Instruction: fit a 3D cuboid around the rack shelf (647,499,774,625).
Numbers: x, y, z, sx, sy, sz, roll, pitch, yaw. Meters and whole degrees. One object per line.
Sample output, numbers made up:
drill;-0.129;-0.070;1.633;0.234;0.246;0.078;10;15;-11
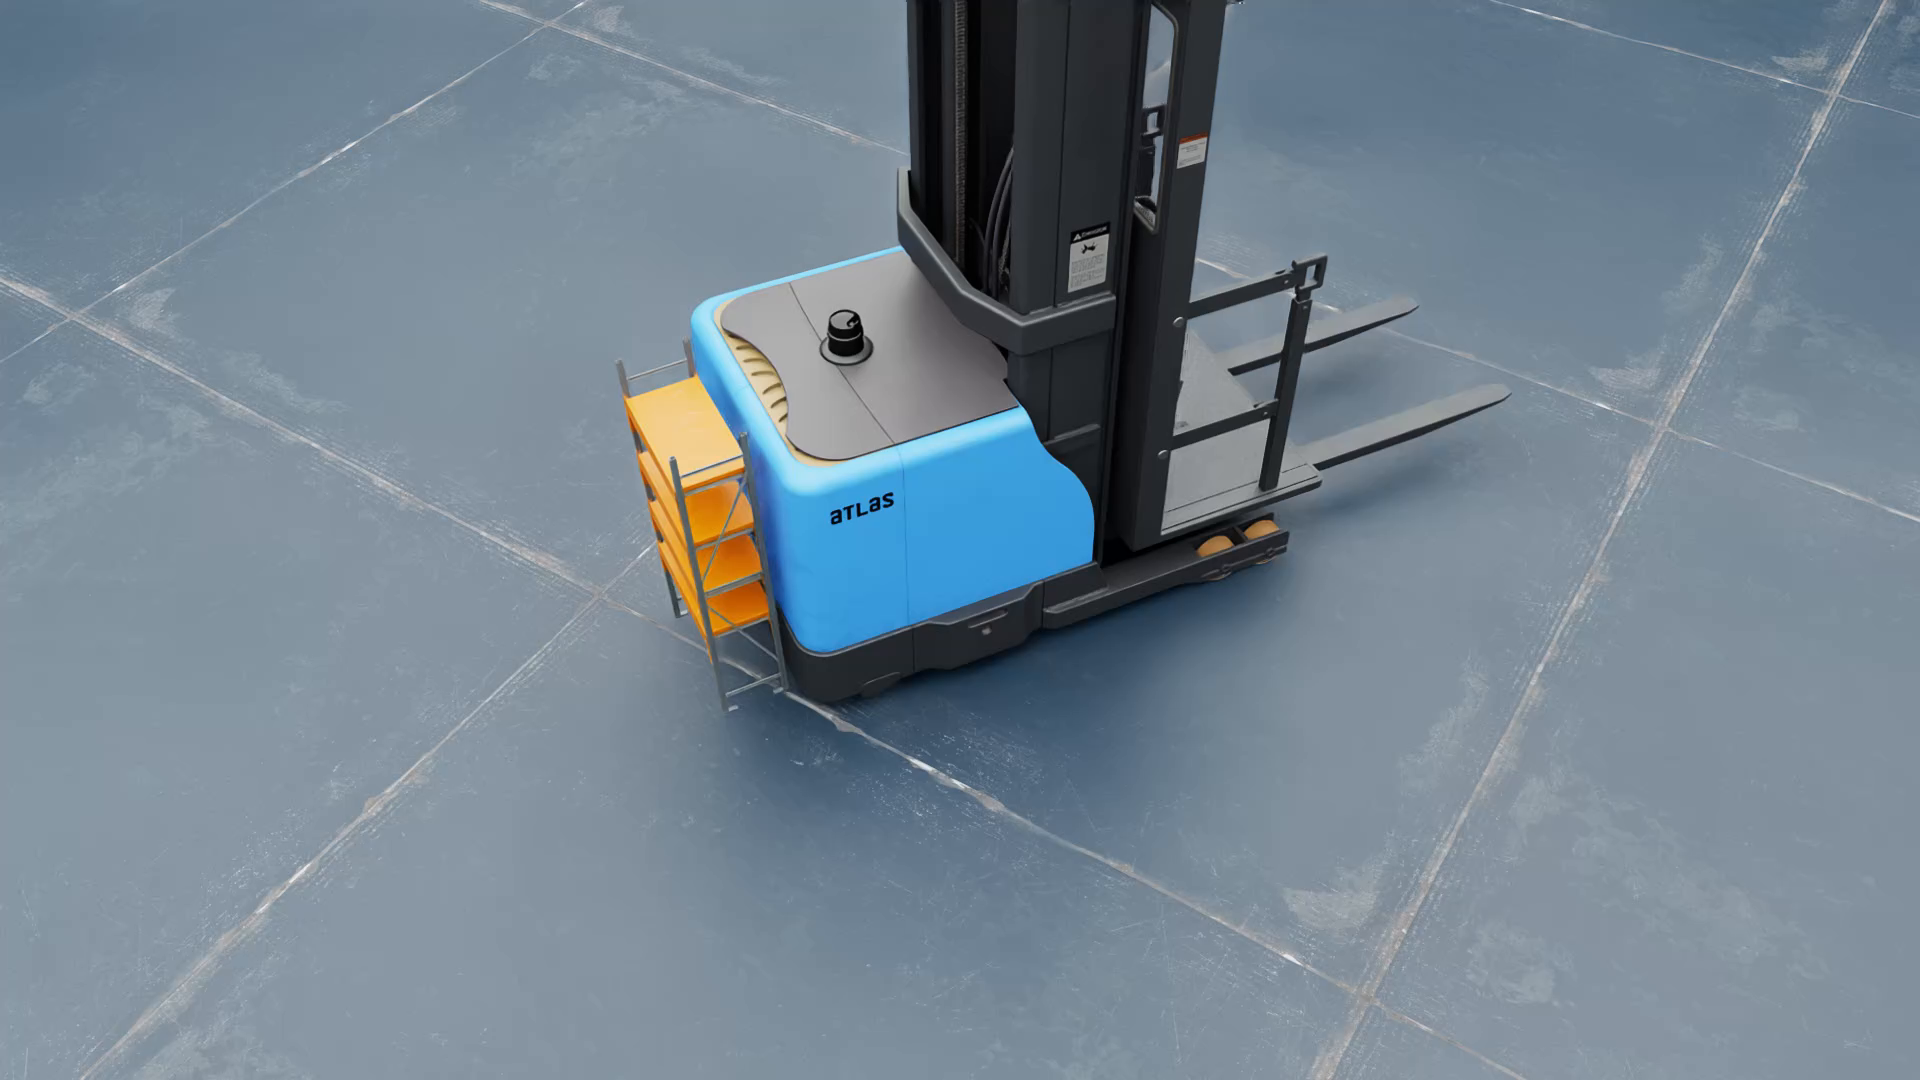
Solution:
rack shelf;-0.824;0.027;5.475;0.258;0.148;0.480;-21;49;-17

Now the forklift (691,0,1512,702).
forklift;0.649;-1.200;5.372;3.031;2.935;1.130;-19;49;-17

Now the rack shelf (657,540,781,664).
rack shelf;-0.818;0.164;5.619;0.258;0.148;0.480;-21;49;-17

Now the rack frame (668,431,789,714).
rack frame;-0.717;0.138;5.274;0.240;1.200;0.015;-21;49;-17

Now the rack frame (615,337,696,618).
rack frame;-0.934;-0.176;5.578;0.240;1.200;0.015;-21;49;-17

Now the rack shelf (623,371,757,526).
rack shelf;-0.836;-0.289;5.141;0.258;0.148;0.480;-21;49;-17

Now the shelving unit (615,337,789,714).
shelving unit;-0.825;-0.019;5.426;0.258;1.200;0.503;-21;49;-17

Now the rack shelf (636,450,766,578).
rack shelf;-0.830;-0.126;5.312;0.258;0.148;0.480;-21;49;-17
